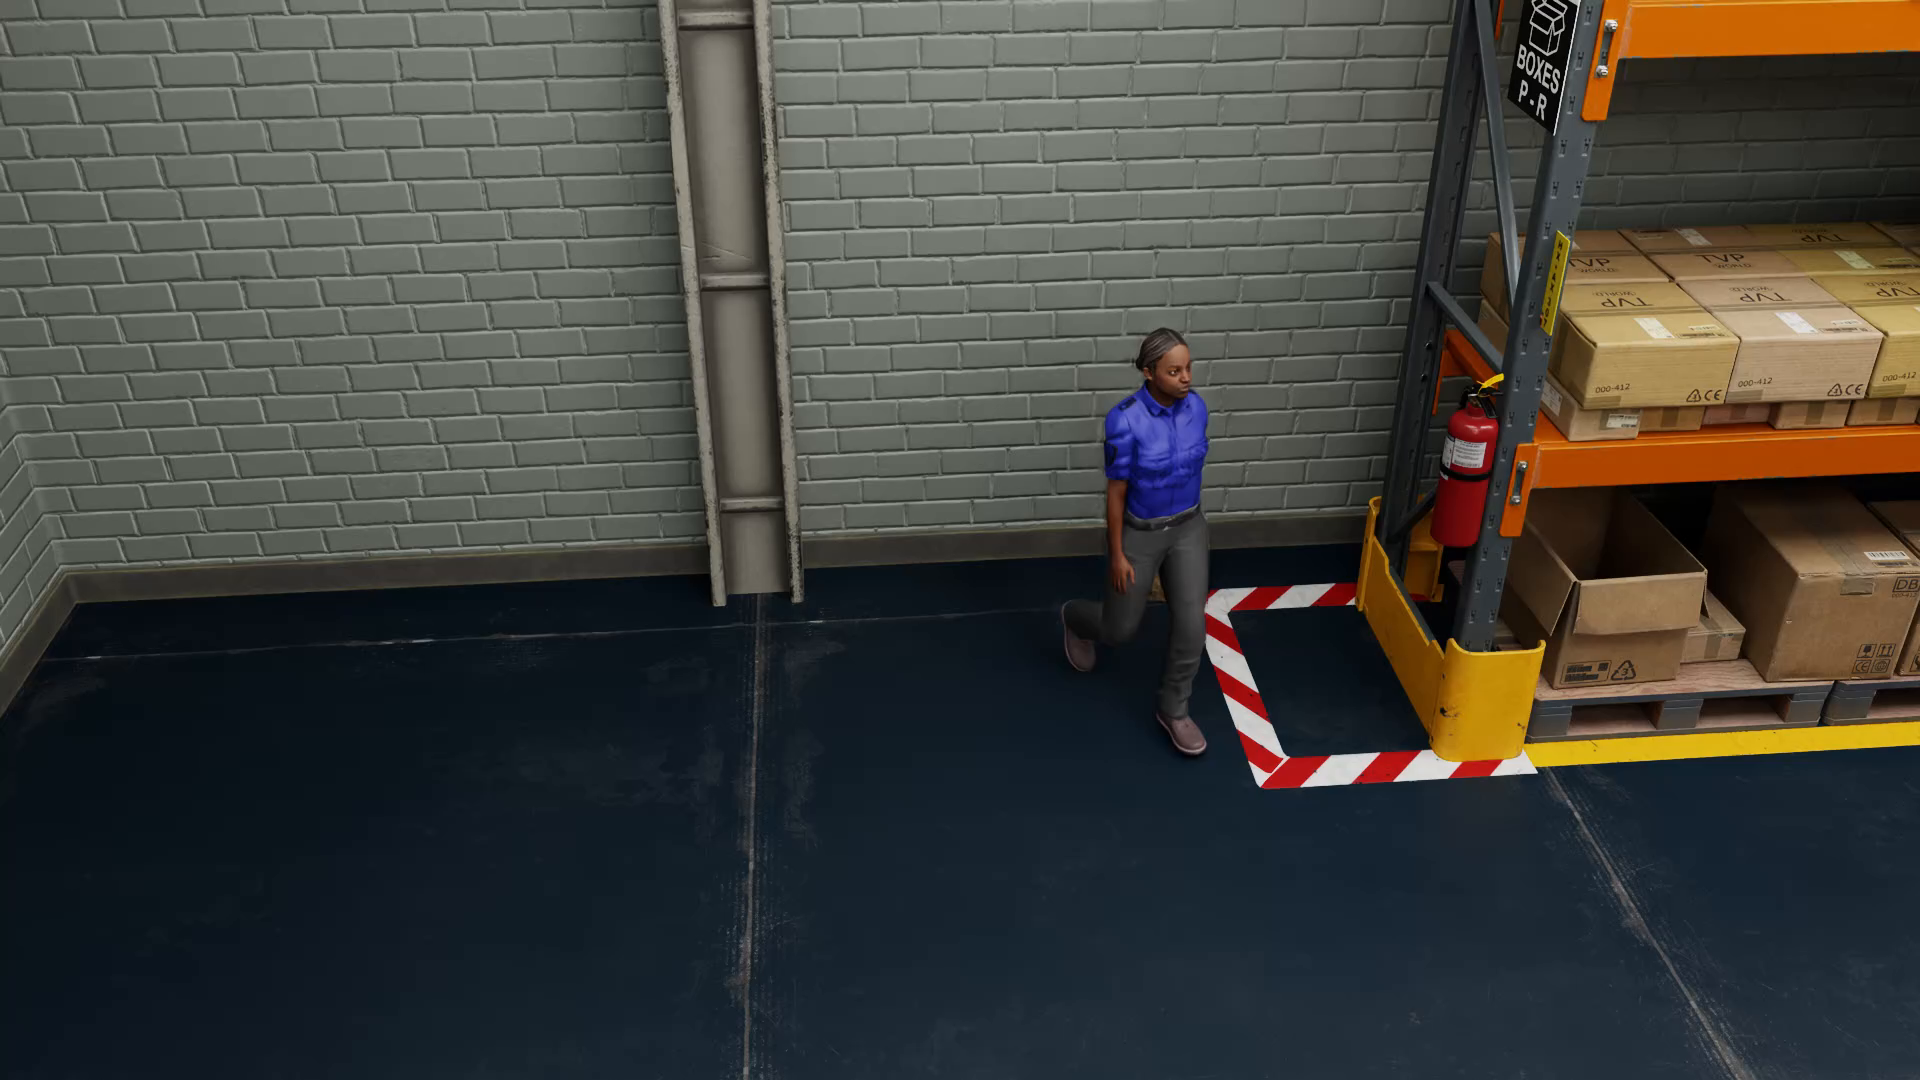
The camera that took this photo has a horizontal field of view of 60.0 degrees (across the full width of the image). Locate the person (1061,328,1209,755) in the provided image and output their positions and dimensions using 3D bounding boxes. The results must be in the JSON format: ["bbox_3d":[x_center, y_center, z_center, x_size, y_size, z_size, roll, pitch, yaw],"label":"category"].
[{"bbox_3d":[0.699,-0.035,6.191,0.431,1.613,0.785,-13,33,-20],"label":"person"}]
